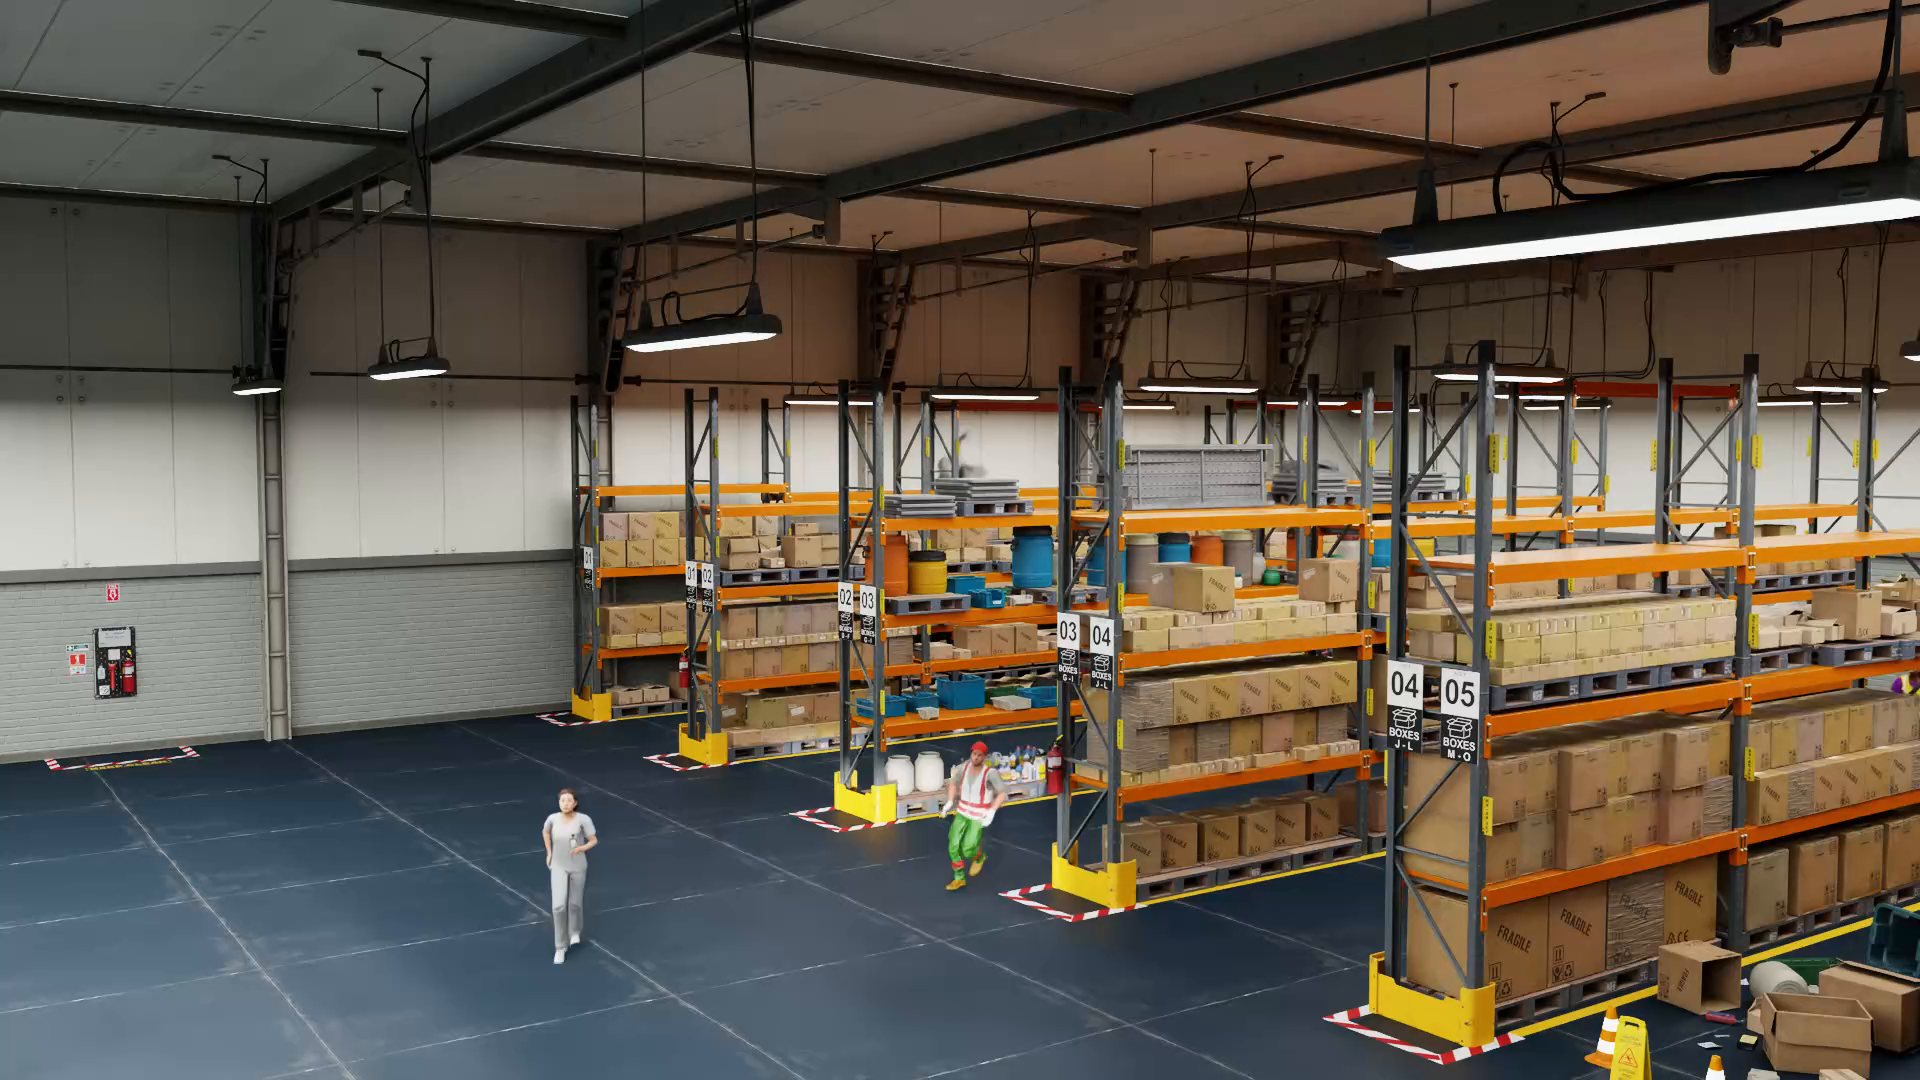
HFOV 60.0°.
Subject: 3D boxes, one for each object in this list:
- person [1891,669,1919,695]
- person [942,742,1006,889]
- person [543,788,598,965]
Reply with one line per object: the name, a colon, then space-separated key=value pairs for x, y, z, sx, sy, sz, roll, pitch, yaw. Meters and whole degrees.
person: x=14.837 y=2.732 z=25.817 sx=0.778 sy=1.813 sz=0.681 roll=-3 pitch=4 yaw=-40
person: x=0.173 y=3.160 z=19.121 sx=0.705 sy=1.722 sz=0.572 roll=2 pitch=4 yaw=31
person: x=-3.908 y=3.333 z=16.682 sx=0.553 sy=1.724 sz=0.764 roll=-1 pitch=3 yaw=-9
